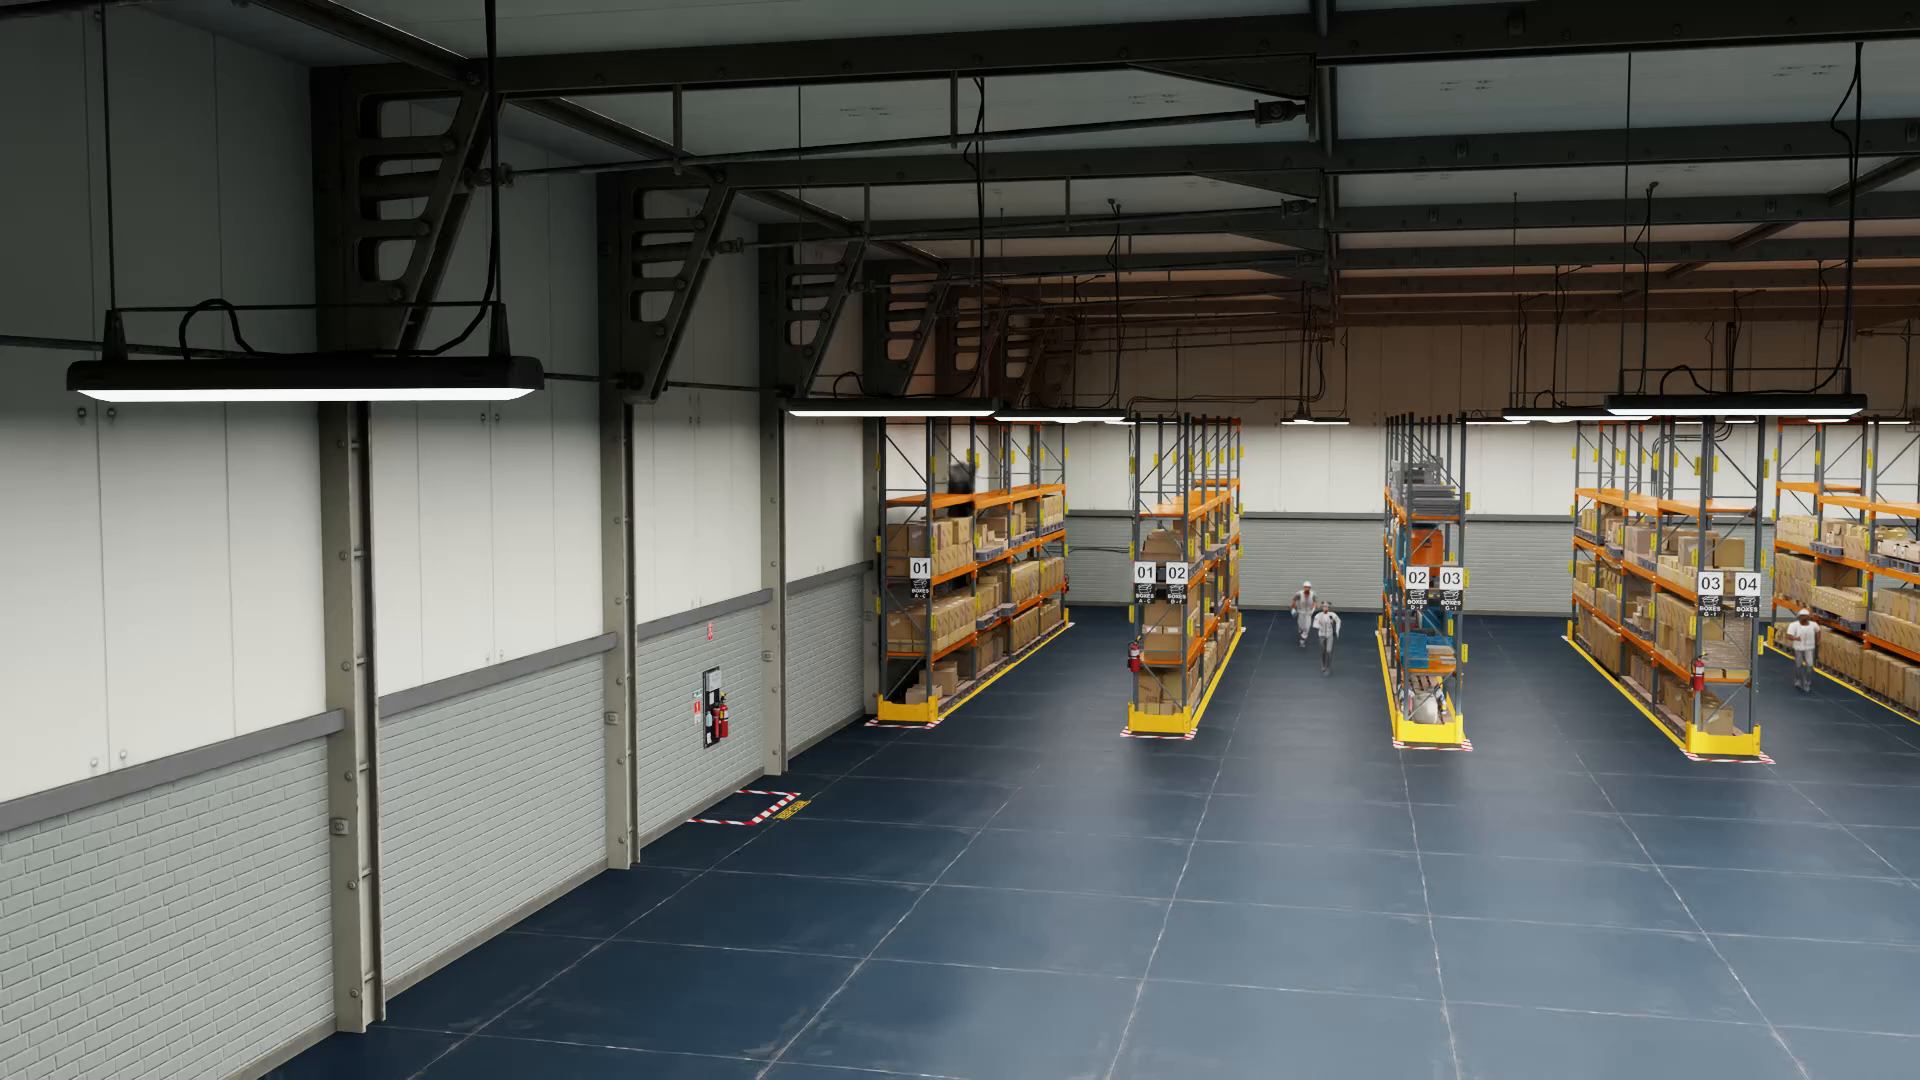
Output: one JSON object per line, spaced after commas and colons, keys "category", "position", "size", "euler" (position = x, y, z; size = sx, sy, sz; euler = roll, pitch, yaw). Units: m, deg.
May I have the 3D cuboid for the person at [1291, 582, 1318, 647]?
{"category": "person", "position": [9.025, 1.928, 43.515], "size": [0.655, 1.715, 0.706], "euler": [0, 4, -2]}

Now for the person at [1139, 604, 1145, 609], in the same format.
{"category": "person", "position": [5.413, 1.534, 49.125], "size": [0.752, 1.757, 0.663], "euler": [3, 5, 36]}

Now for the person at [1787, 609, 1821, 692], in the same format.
{"category": "person", "position": [18.354, 2.400, 36.167], "size": [0.683, 1.811, 0.824], "euler": [1, 4, 20]}

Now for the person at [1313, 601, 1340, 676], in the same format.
{"category": "person", "position": [8.499, 2.268, 38.598], "size": [0.590, 1.745, 0.830], "euler": [1, 4, 19]}
